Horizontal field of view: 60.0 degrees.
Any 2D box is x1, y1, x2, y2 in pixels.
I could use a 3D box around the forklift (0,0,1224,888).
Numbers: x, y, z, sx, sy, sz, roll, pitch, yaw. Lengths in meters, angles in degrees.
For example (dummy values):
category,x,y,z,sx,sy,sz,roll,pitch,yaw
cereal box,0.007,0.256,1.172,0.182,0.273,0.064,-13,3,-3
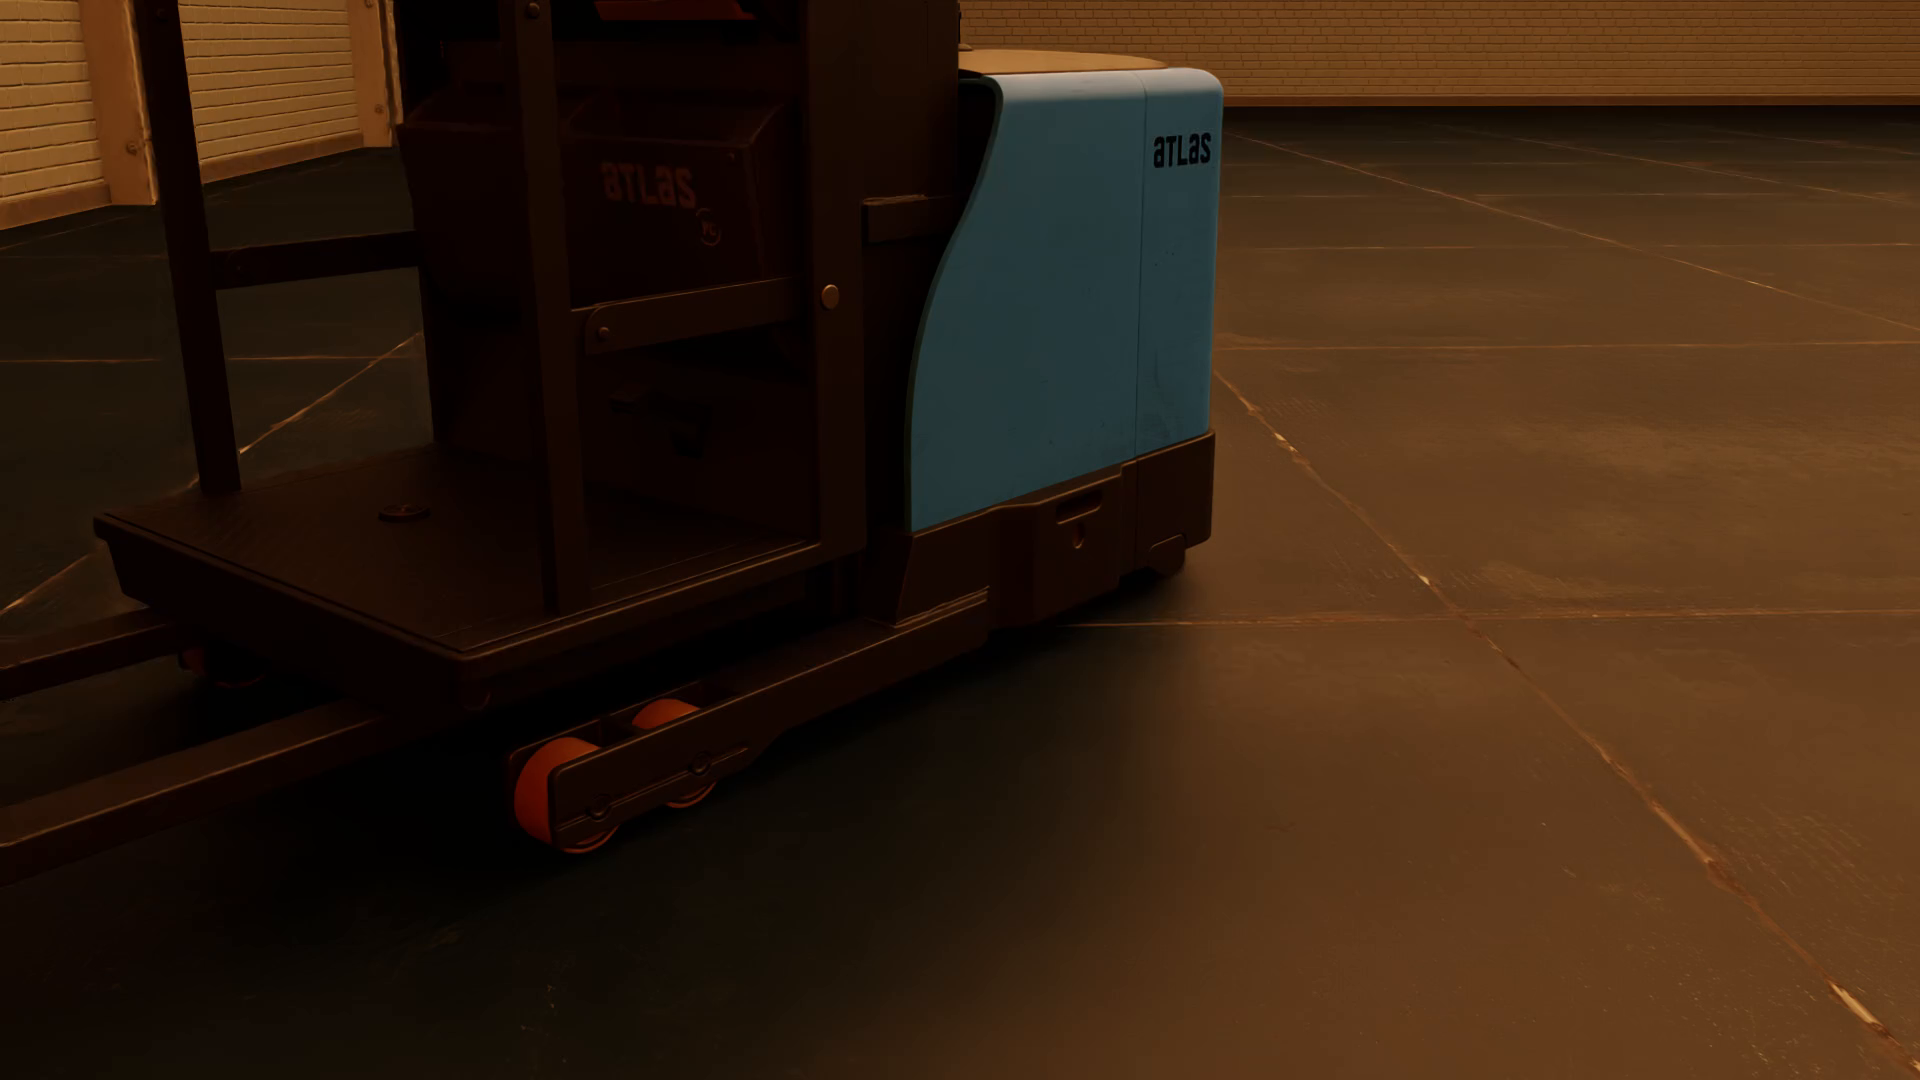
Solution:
category,x,y,z,sx,sy,sz,roll,pitch,yaw
forklift,-0.768,-1.109,2.534,1.130,2.935,3.031,14,22,38
